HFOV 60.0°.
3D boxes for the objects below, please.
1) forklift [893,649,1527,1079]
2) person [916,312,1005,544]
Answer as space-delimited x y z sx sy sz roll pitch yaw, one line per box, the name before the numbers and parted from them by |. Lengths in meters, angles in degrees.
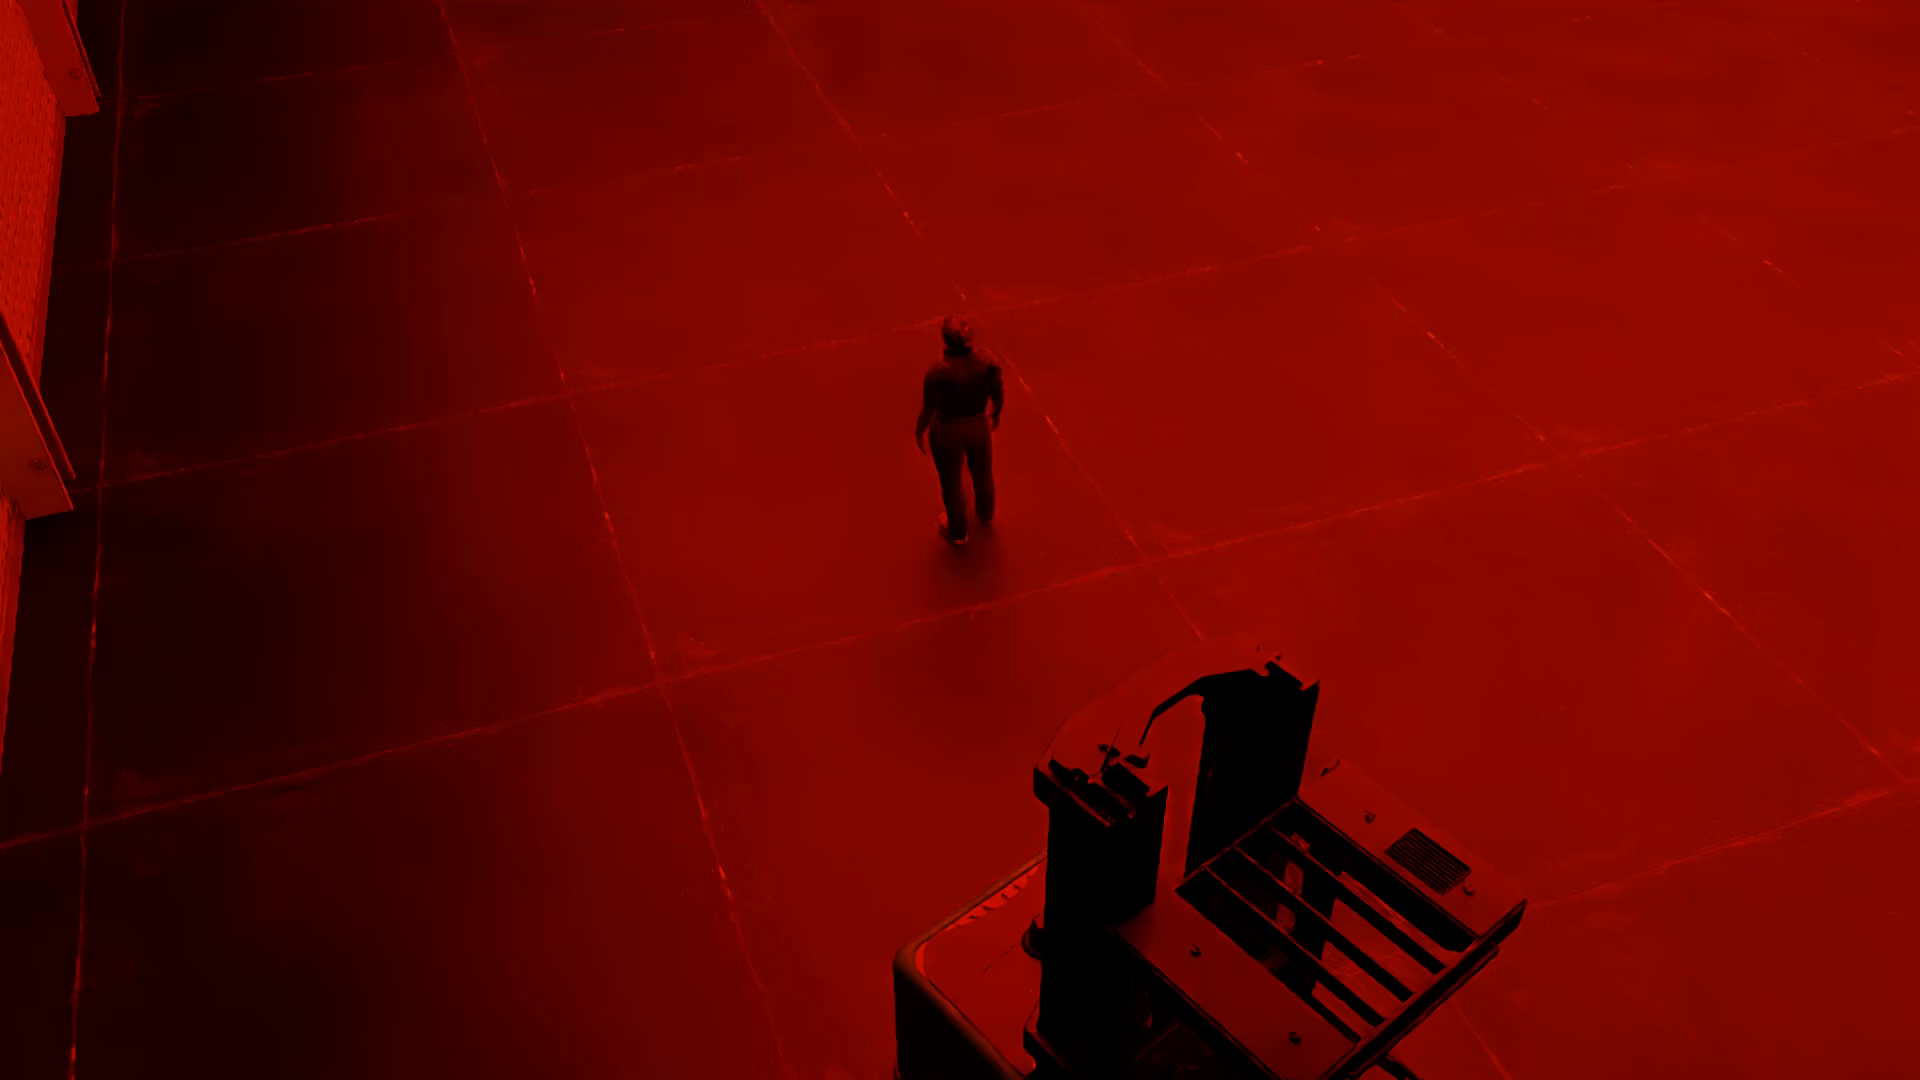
forklift | 1.050 1.879 5.759 1.130 2.935 3.031 -28 48 -30
person | -0.012 -0.696 9.808 0.570 1.654 0.503 -13 42 -15
